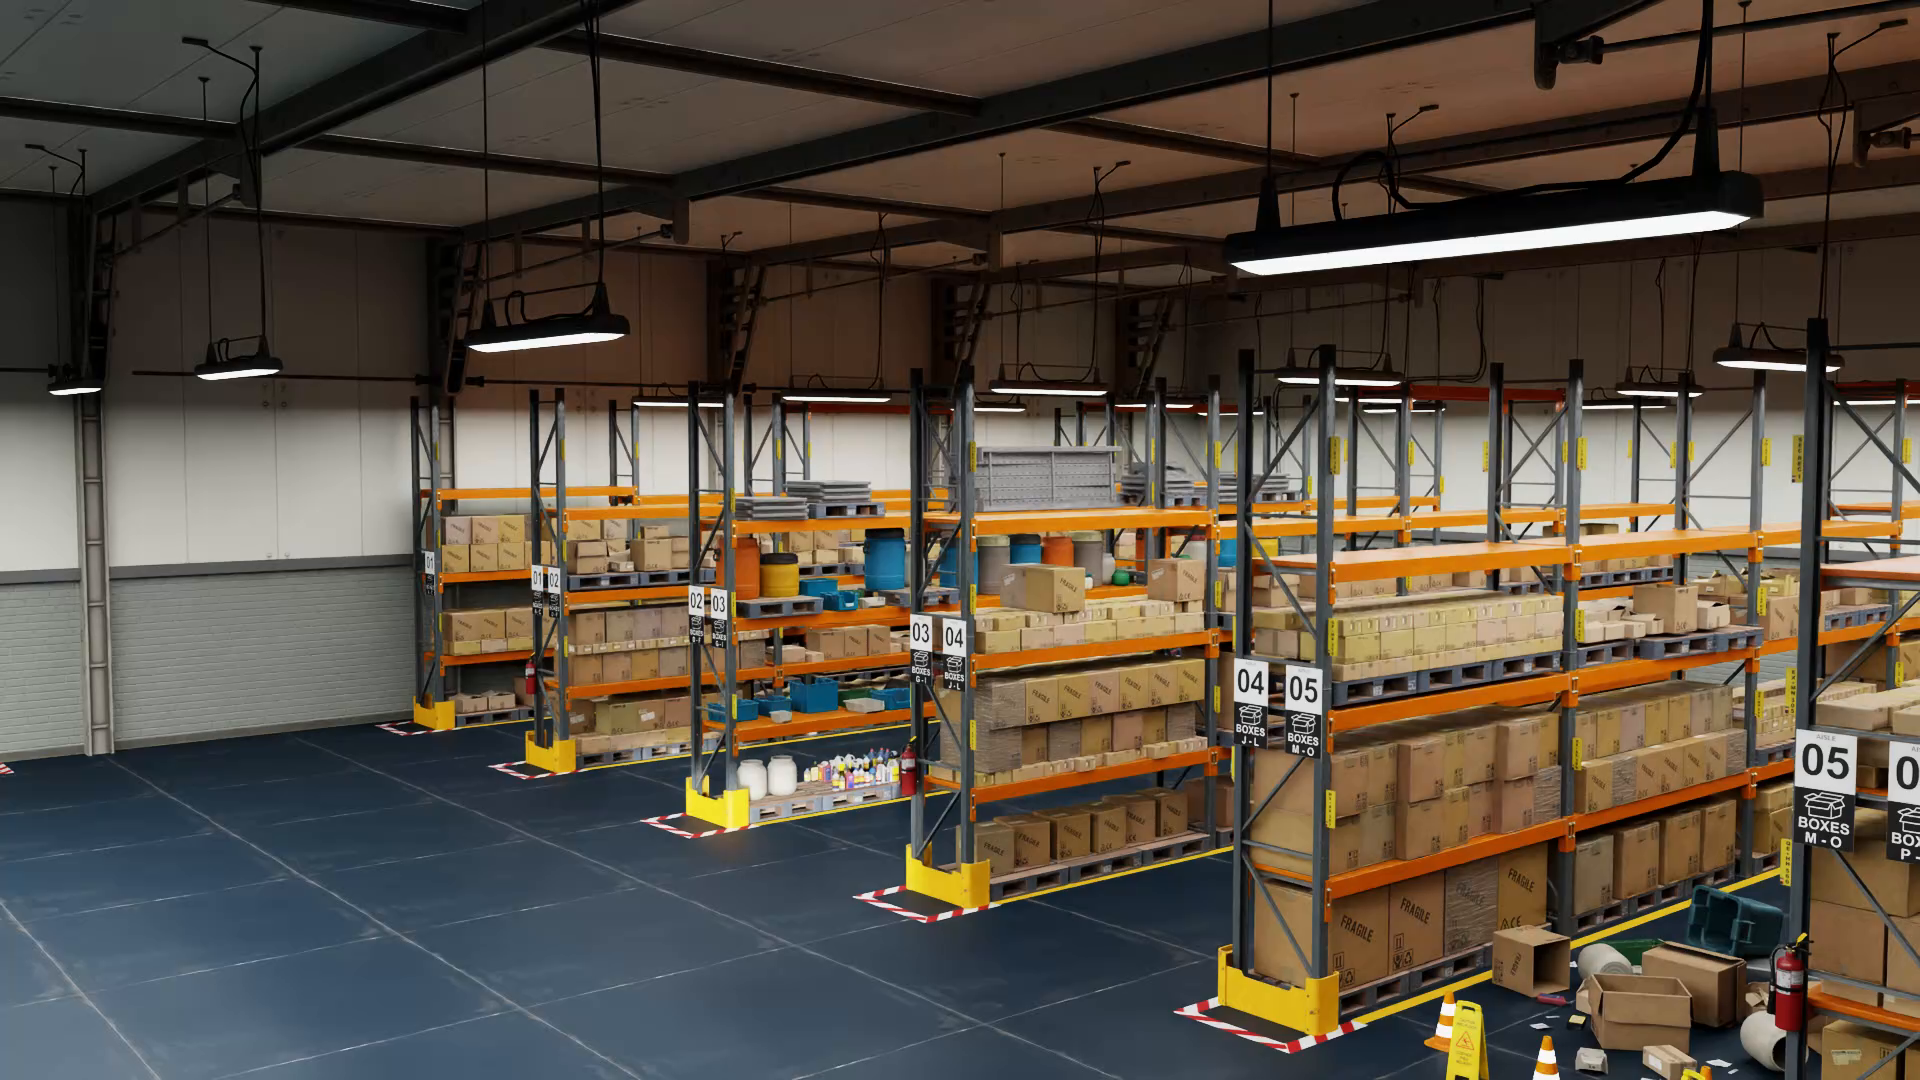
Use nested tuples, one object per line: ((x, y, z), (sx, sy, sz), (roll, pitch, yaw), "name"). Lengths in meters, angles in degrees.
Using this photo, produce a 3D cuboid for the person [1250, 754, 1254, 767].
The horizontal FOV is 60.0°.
((4.172, 2.818, 24.811), (0.610, 1.776, 0.614), (-3, 4, -40), "person")
